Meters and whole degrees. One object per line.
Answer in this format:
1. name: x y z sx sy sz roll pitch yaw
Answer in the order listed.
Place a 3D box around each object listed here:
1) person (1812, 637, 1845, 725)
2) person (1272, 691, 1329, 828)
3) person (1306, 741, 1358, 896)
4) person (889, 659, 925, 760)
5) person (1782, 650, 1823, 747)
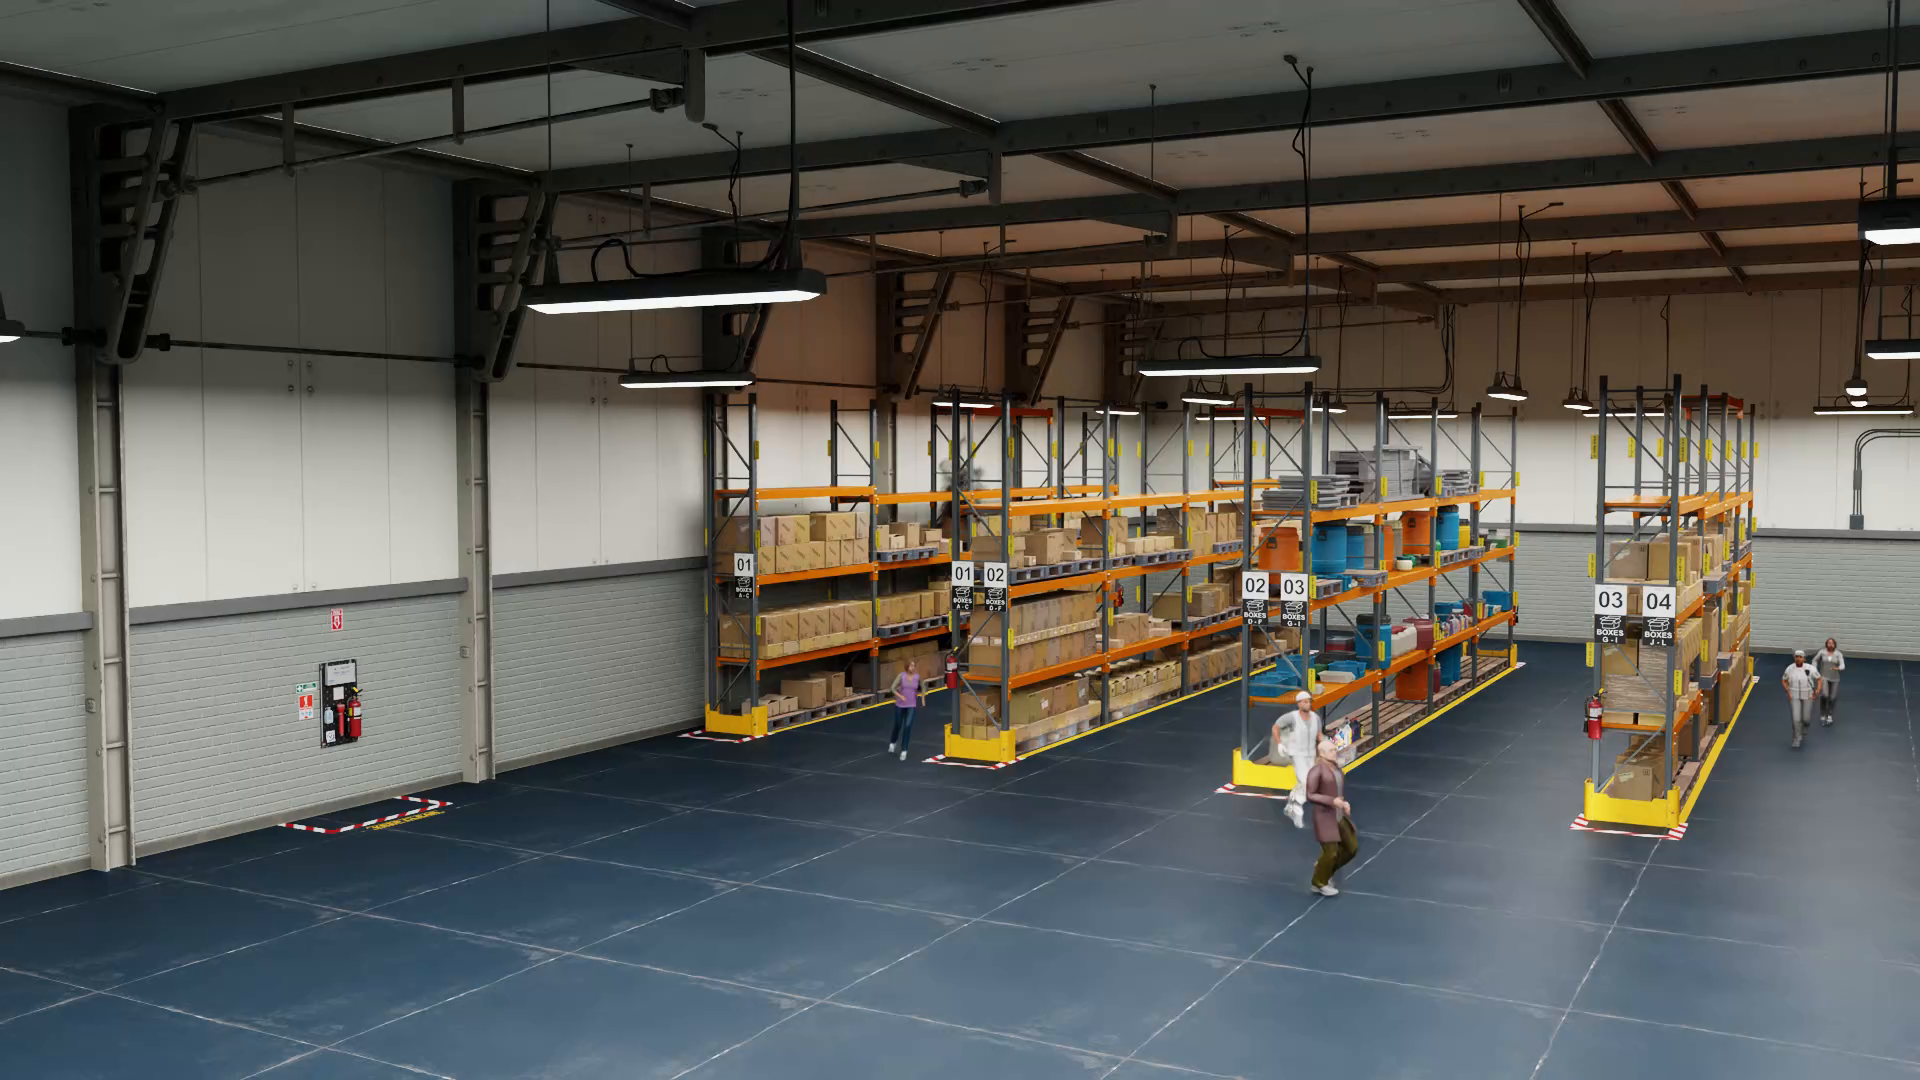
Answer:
1. person: 15.789 2.567 30.224 0.505 1.597 0.667 1 3 21
2. person: 4.591 2.922 22.202 0.642 1.816 0.737 -2 4 -29
3. person: 4.191 3.116 18.593 0.698 1.734 0.634 -3 4 -39
4. person: -0.842 2.724 27.061 0.602 1.584 0.829 0 3 -8
5. person: 14.255 2.677 28.174 0.615 1.638 0.604 2 4 33
